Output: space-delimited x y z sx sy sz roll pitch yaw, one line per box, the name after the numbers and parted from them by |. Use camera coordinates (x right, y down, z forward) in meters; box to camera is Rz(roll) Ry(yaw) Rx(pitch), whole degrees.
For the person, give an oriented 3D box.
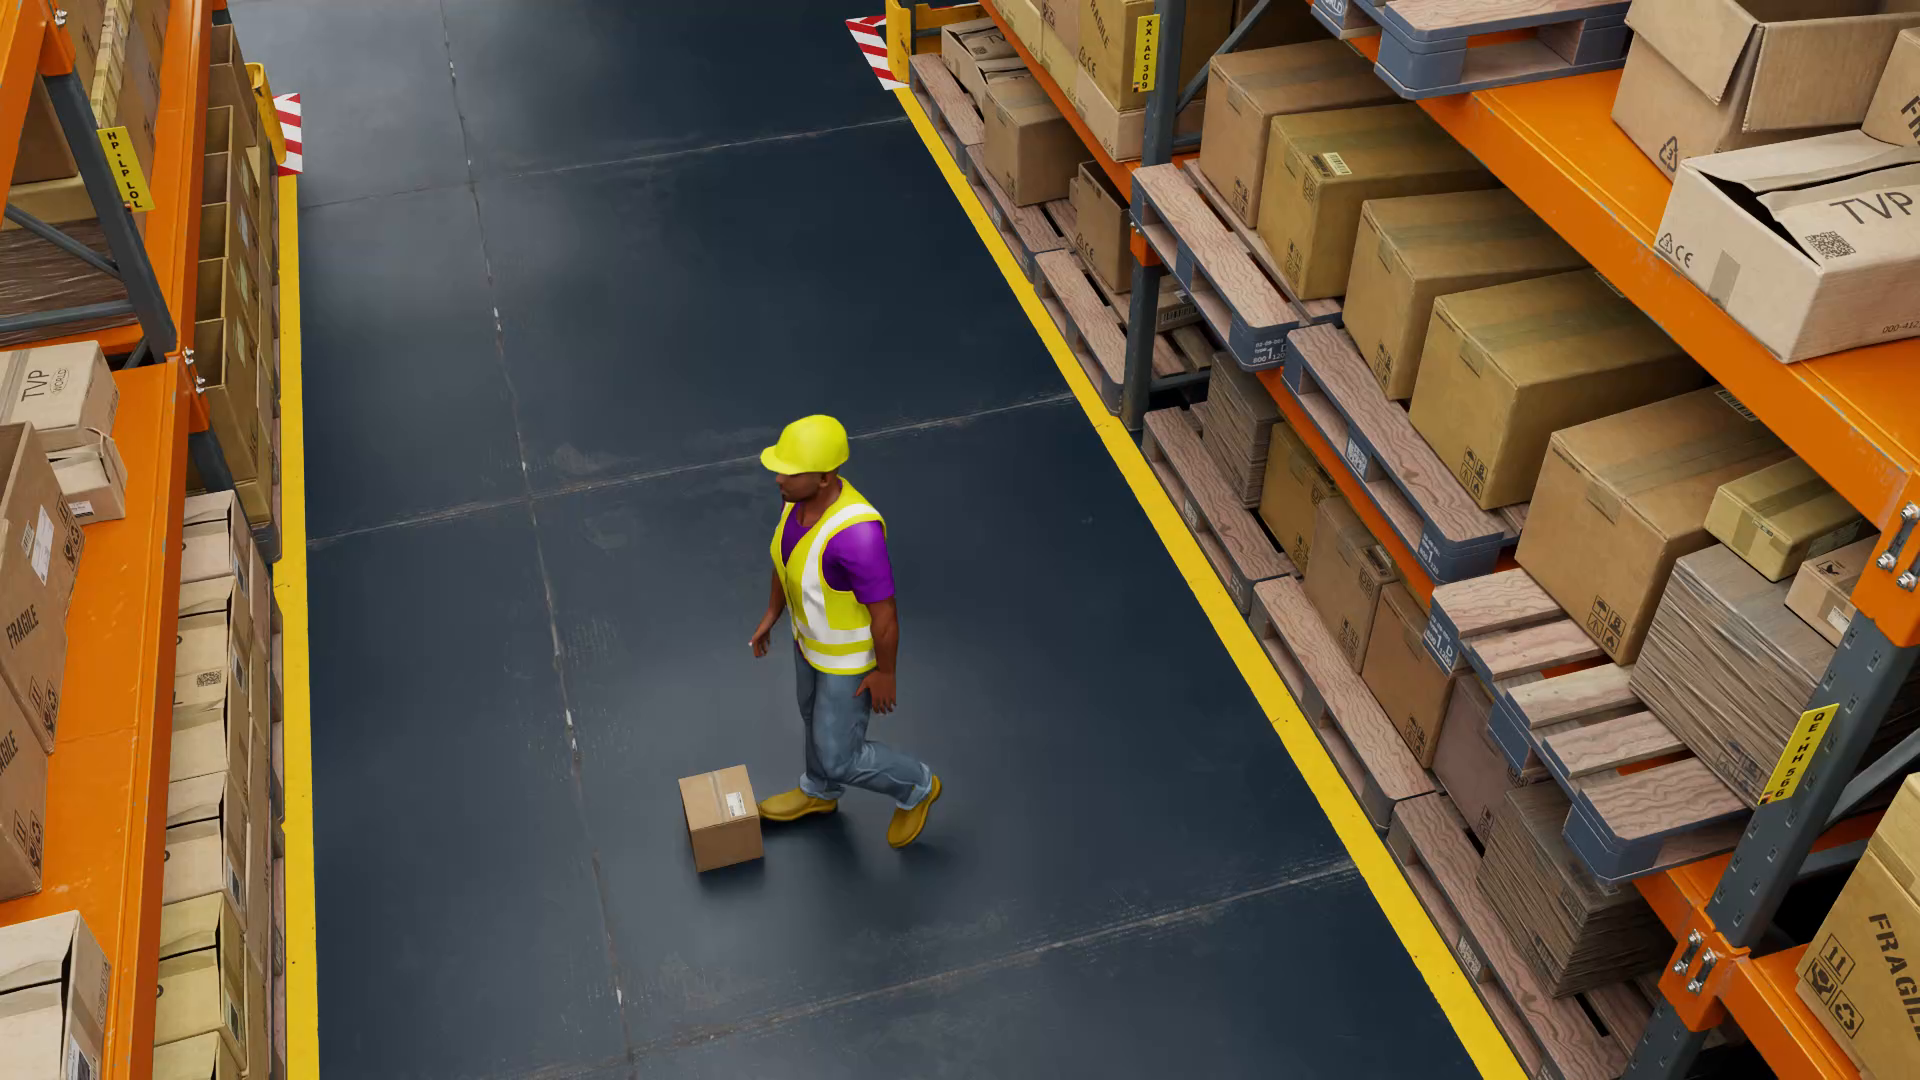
-0.442 0.351 5.730 0.642 1.773 0.639 -15 44 -17 | person
